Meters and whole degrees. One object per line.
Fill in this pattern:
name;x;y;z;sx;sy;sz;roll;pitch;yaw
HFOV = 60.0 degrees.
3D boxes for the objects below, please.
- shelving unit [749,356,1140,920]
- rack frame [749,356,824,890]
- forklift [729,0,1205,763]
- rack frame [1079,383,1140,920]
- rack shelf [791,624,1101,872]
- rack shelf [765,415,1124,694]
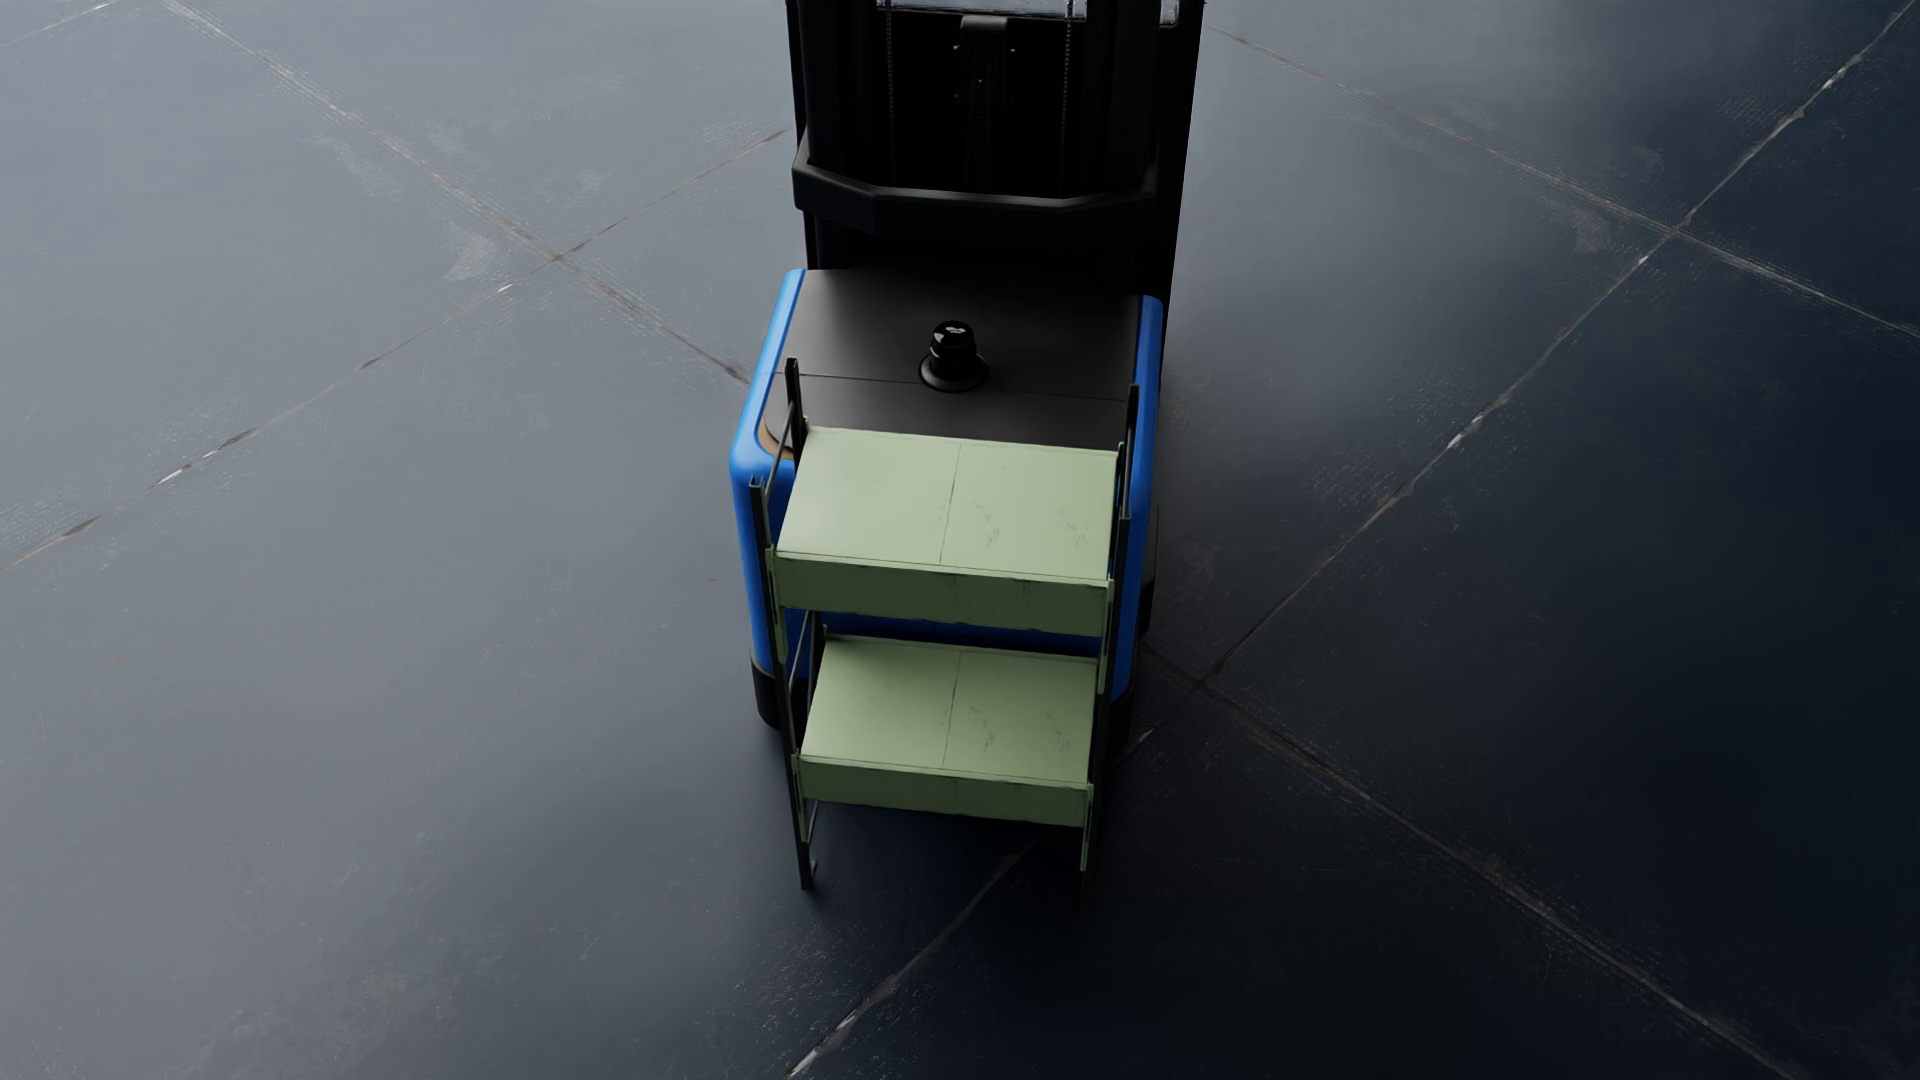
shelving unit;-0.019;0.297;3.942;0.755;1.500;0.431;5;47;5
rack frame;-0.383;0.265;3.973;0.023;1.500;0.400;5;47;5
forklift;0.118;-1.474;4.623;1.130;2.935;3.031;5;47;5
rack frame;0.344;0.329;3.912;0.023;1.500;0.400;5;47;5
rack shelf;-0.019;0.520;4.180;0.720;0.370;0.431;5;47;5
rack shelf;-0.019;0.030;3.658;0.720;0.370;0.431;5;47;5
